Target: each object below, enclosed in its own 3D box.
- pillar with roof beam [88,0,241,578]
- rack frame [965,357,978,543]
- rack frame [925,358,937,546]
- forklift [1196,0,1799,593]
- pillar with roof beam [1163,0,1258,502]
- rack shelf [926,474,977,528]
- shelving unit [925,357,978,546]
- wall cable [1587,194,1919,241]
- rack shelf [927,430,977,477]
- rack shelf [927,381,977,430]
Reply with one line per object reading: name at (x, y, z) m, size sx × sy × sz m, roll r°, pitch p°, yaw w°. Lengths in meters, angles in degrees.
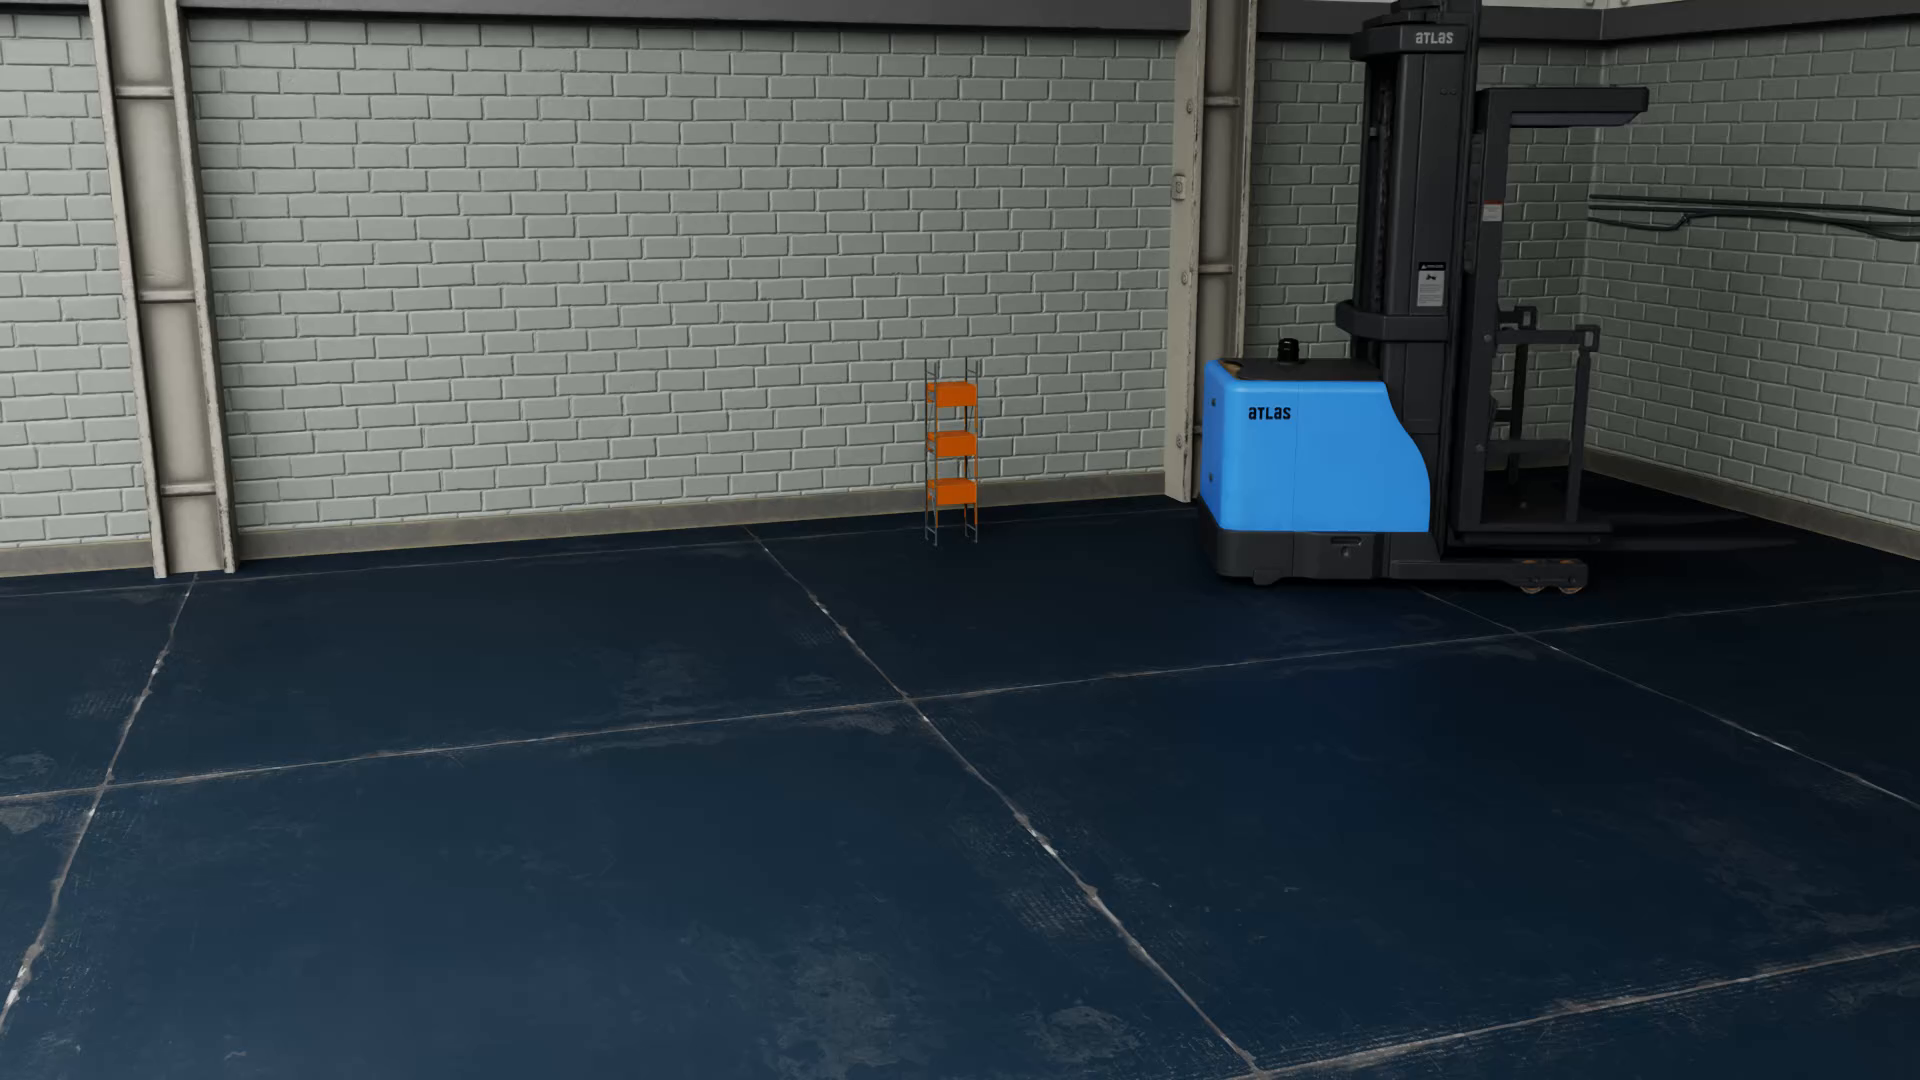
pillar with roof beam at (-2.745, -3.280, 3.985) m, size 0.400 × 9.000 × 9.100 m, roll -4°, pitch 14°, yaw -18°
rack frame at (0.065, -0.516, 9.543) m, size 0.008 × 1.050 × 0.200 m, roll -4°, pitch 14°, yaw -18°
rack frame at (-0.166, -0.498, 9.467) m, size 0.008 × 1.050 × 0.200 m, roll -4°, pitch 14°, yaw -18°
forklift at (2.849, -1.279, 8.687) m, size 3.031 × 2.935 × 1.130 m, roll 0°, pitch 13°, yaw 1°
pillar with roof beam at (2.942, -3.723, 5.847) m, size 0.400 × 9.000 × 9.100 m, roll -4°, pitch 14°, yaw -18°
rack shelf at (-0.051, -0.226, 9.571) m, size 0.240 × 0.259 × 0.215 m, roll -4°, pitch 14°, yaw -18°
shelving unit at (-0.051, -0.507, 9.505) m, size 0.252 × 1.050 × 0.215 m, roll -4°, pitch 14°, yaw -18°
wall cable at (4.782, -3.084, 9.870) m, size 0.112 × 2.526 × 3.097 m, roll -4°, pitch 14°, yaw -18°
rack shelf at (-0.051, -0.497, 9.507) m, size 0.240 × 0.259 × 0.215 m, roll -4°, pitch 14°, yaw -18°
rack shelf at (-0.051, -0.773, 9.441) m, size 0.240 × 0.259 × 0.215 m, roll -4°, pitch 14°, yaw -18°
